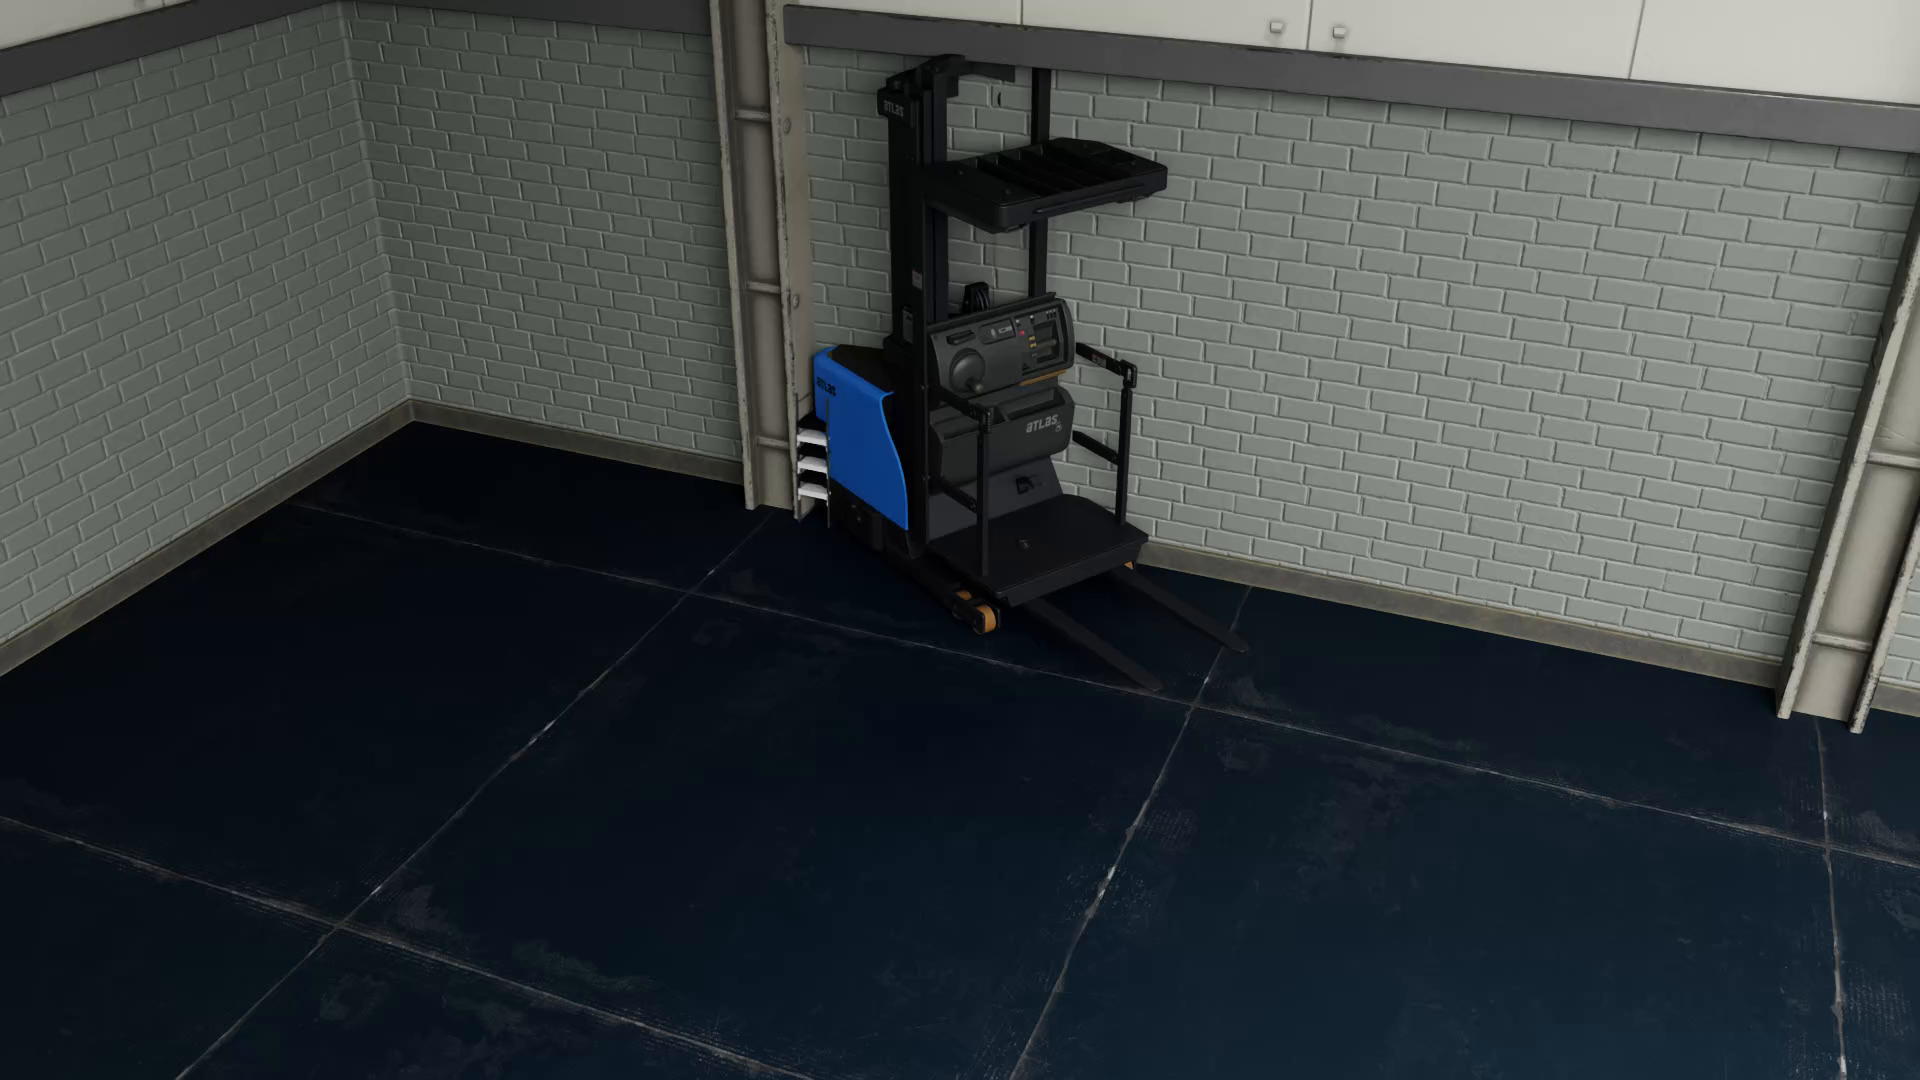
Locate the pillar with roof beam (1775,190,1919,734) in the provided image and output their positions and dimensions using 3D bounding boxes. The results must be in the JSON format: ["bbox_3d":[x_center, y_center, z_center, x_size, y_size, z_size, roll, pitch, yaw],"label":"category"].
[{"bbox_3d":[2.823,-1.079,2.925,0.400,9.000,9.100,11,31,19],"label":"pillar with roof beam"}]

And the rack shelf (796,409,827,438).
[{"bbox_3d":[-0.848,-0.715,10.129,0.200,0.077,0.258,12,29,19],"label":"rack shelf"}]

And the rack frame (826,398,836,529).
[{"bbox_3d":[-0.760,-0.484,10.202,0.006,0.900,0.240,12,29,19],"label":"rack frame"}]

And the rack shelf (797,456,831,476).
[{"bbox_3d":[-0.855,-0.474,10.251,0.200,0.077,0.258,12,29,19],"label":"rack shelf"}]

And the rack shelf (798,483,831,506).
[{"bbox_3d":[-0.859,-0.313,10.332,0.200,0.077,0.258,12,29,19],"label":"rack shelf"}]

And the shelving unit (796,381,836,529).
[{"bbox_3d":[-0.854,-0.504,10.236,0.210,0.900,0.258,12,29,19],"label":"shelving unit"}]

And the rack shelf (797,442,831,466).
[{"bbox_3d":[-0.852,-0.554,10.211,0.200,0.077,0.258,12,29,19],"label":"rack shelf"}]

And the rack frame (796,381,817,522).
[{"bbox_3d":[-0.948,-0.523,10.270,0.006,0.900,0.240,12,29,19],"label":"rack frame"}]

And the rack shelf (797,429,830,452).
[{"bbox_3d":[-0.850,-0.634,10.170,0.200,0.077,0.258,12,29,19],"label":"rack shelf"}]

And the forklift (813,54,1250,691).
[{"bbox_3d":[0.367,-1.024,8.994,1.130,2.935,3.031,-19,35,-30],"label":"forklift"}]

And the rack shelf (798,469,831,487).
[{"bbox_3d":[-0.857,-0.393,10.292,0.200,0.077,0.258,12,29,19],"label":"rack shelf"}]

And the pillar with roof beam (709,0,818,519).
[{"bbox_3d":[-2.737,-2.189,4.889,0.400,9.000,9.100,11,31,19],"label":"pillar with roof beam"}]
